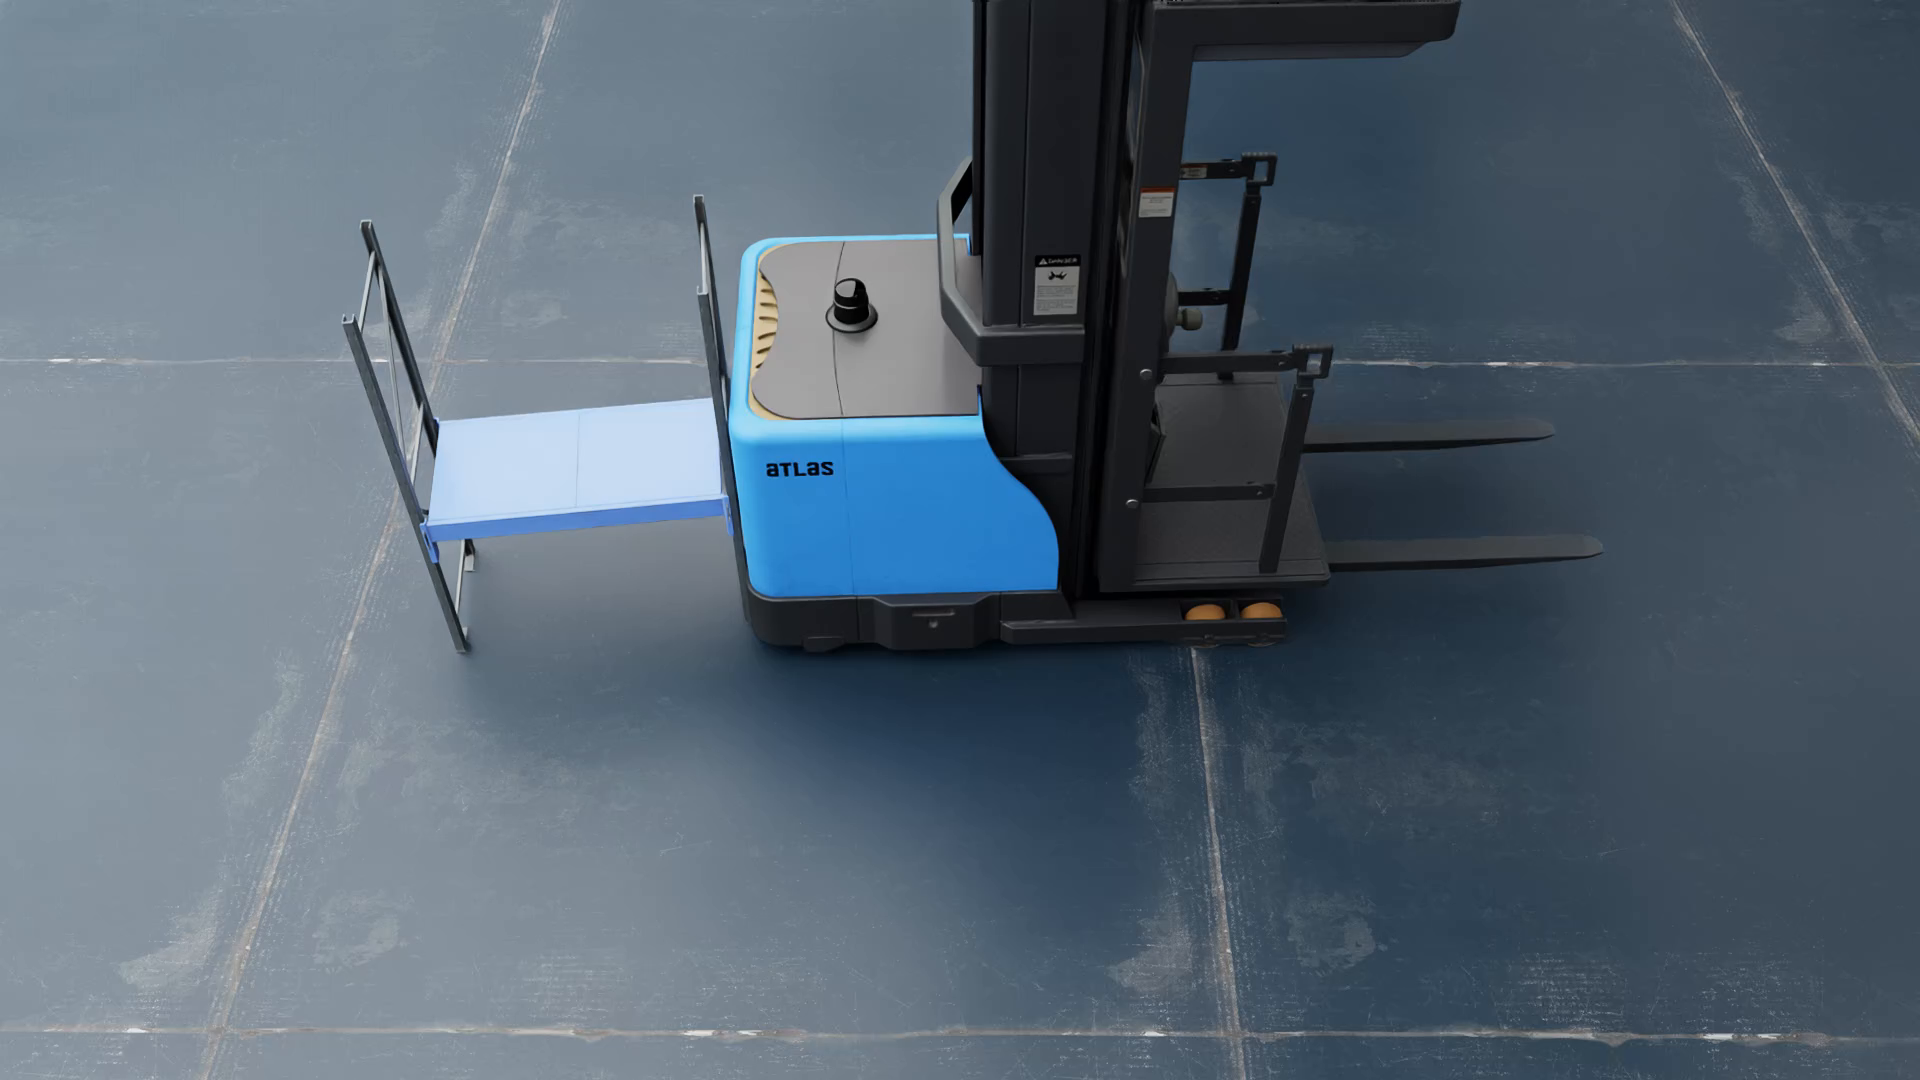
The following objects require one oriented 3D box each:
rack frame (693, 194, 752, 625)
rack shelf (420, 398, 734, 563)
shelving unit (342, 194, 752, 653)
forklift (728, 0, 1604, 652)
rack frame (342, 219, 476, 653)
[{"bbox_3d":[-0.787,-0.390,5.588,0.032,1.500,0.500,-5,47,-5],"label":"rack frame"},{"bbox_3d":[-1.291,-0.219,5.675,1.000,0.185,0.538,-5,47,-5],"label":"rack shelf"},{"bbox_3d":[-1.291,-0.342,5.544,1.048,1.500,0.538,-5,47,-5],"label":"shelving unit"},{"bbox_3d":[0.763,-1.005,5.183,3.031,2.935,1.130,-2,47,-2],"label":"forklift"},{"bbox_3d":[-1.795,-0.294,5.499,0.032,1.500,0.500,-5,47,-5],"label":"rack frame"}]
